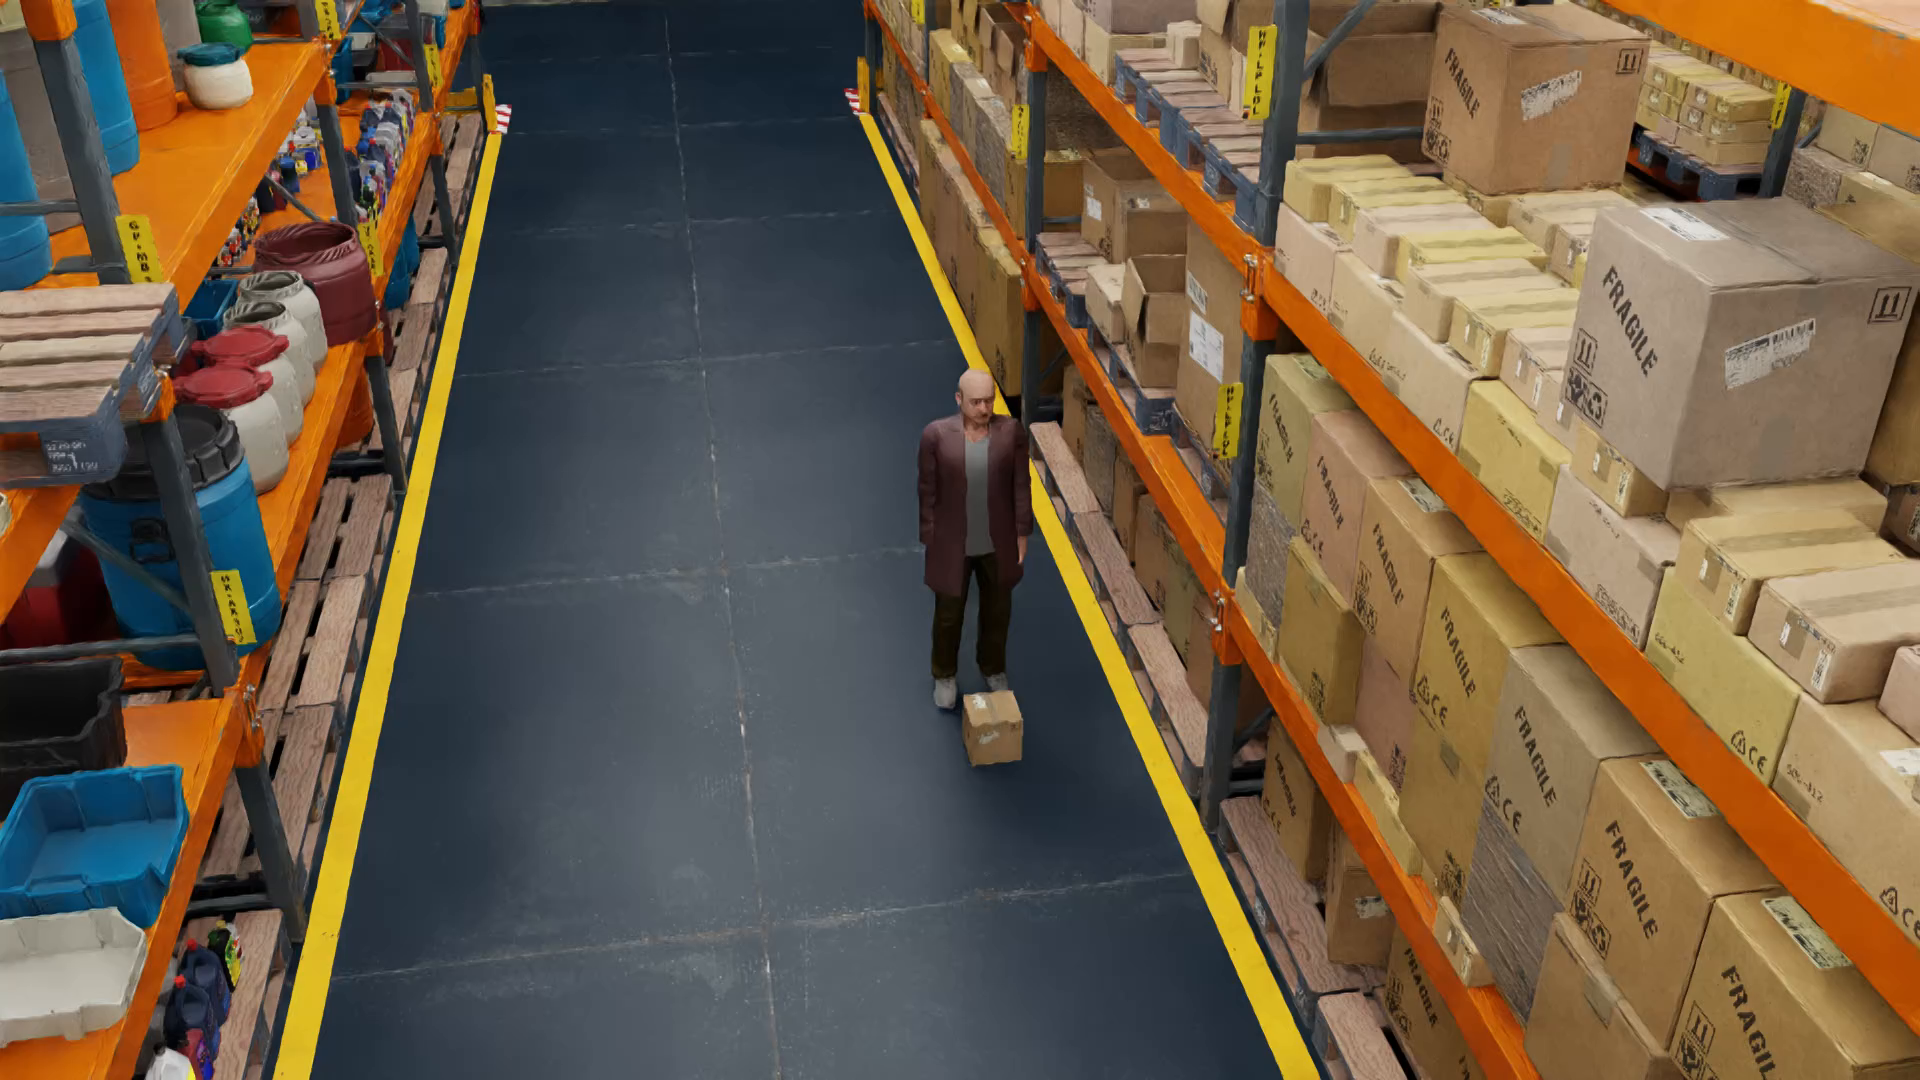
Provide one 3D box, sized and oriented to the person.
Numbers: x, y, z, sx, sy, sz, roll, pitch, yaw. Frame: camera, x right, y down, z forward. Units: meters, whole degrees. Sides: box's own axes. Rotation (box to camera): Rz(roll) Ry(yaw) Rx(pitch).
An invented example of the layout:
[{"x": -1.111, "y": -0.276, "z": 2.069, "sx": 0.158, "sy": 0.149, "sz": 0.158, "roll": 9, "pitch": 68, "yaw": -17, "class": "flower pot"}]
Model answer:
[{"x": 0.084, "y": -0.001, "z": 8.160, "sx": 0.566, "sy": 1.776, "sz": 0.386, "roll": -5, "pitch": 31, "yaw": -8, "class": "person"}]
